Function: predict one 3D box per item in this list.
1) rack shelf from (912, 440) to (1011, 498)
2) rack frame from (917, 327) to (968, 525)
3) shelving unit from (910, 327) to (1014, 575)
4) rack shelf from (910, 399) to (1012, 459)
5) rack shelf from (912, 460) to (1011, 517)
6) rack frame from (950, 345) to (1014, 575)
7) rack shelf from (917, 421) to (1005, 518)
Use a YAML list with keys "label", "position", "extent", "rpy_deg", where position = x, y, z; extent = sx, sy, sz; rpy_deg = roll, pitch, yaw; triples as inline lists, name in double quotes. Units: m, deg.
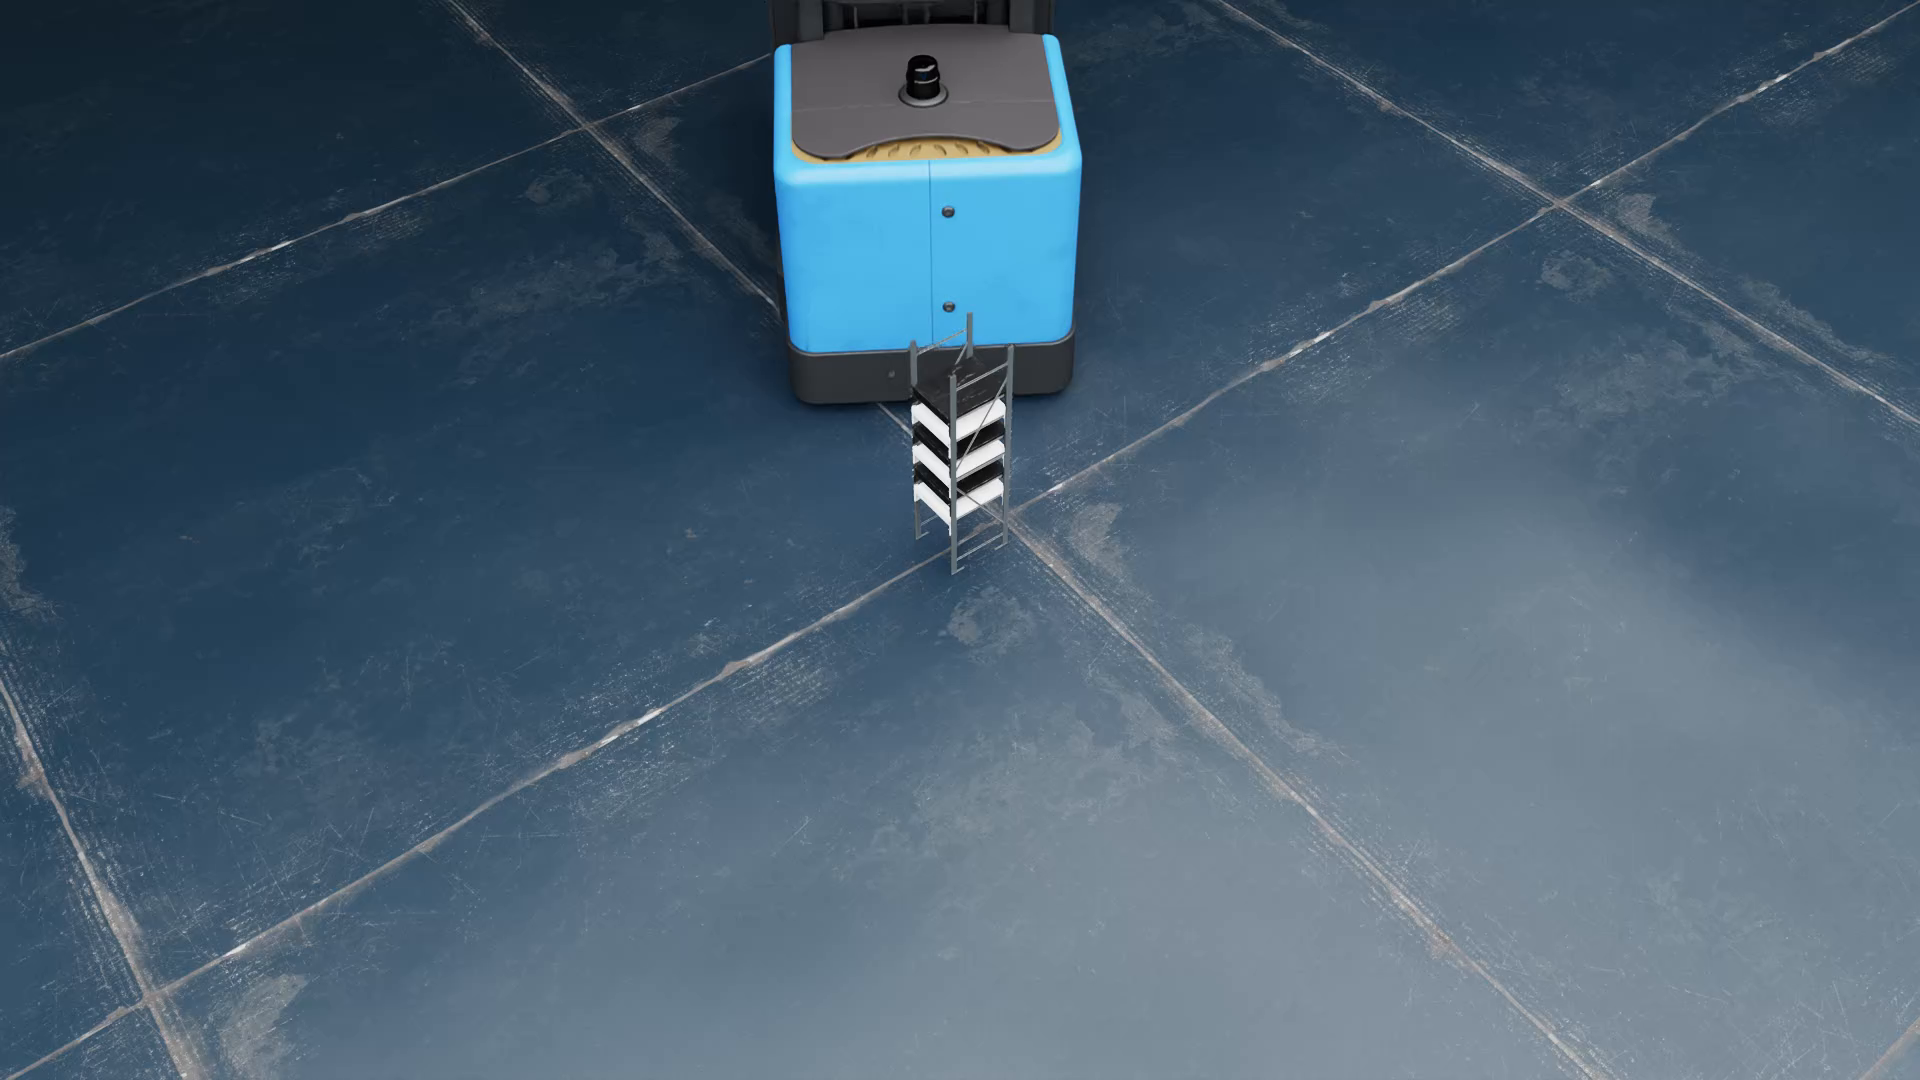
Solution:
- label: "rack shelf"
  position: [0.005, -0.275, 5.437]
  extent: [0.258, 0.077, 0.200]
  rpy_deg: [-29, 54, -24]
- label: "rack frame"
  position: [-0.057, -0.357, 5.466]
  extent: [0.228, 0.785, 0.003]
  rpy_deg: [-29, 54, -24]
- label: "shelving unit"
  position: [0.005, -0.297, 5.412]
  extent: [0.258, 0.900, 0.208]
  rpy_deg: [-29, 54, -24]
- label: "rack shelf"
  position: [0.005, -0.396, 5.304]
  extent: [0.258, 0.077, 0.200]
  rpy_deg: [-29, 54, -24]
- label: "rack shelf"
  position: [0.005, -0.215, 5.504]
  extent: [0.258, 0.077, 0.200]
  rpy_deg: [-29, 54, -24]
- label: "rack frame"
  position: [0.066, -0.237, 5.358]
  extent: [0.240, 0.900, 0.006]
  rpy_deg: [-29, 54, -24]
- label: "rack shelf"
  position: [0.005, -0.264, 5.450]
  extent: [0.221, 0.281, 0.190]
  rpy_deg: [-29, 54, -24]
